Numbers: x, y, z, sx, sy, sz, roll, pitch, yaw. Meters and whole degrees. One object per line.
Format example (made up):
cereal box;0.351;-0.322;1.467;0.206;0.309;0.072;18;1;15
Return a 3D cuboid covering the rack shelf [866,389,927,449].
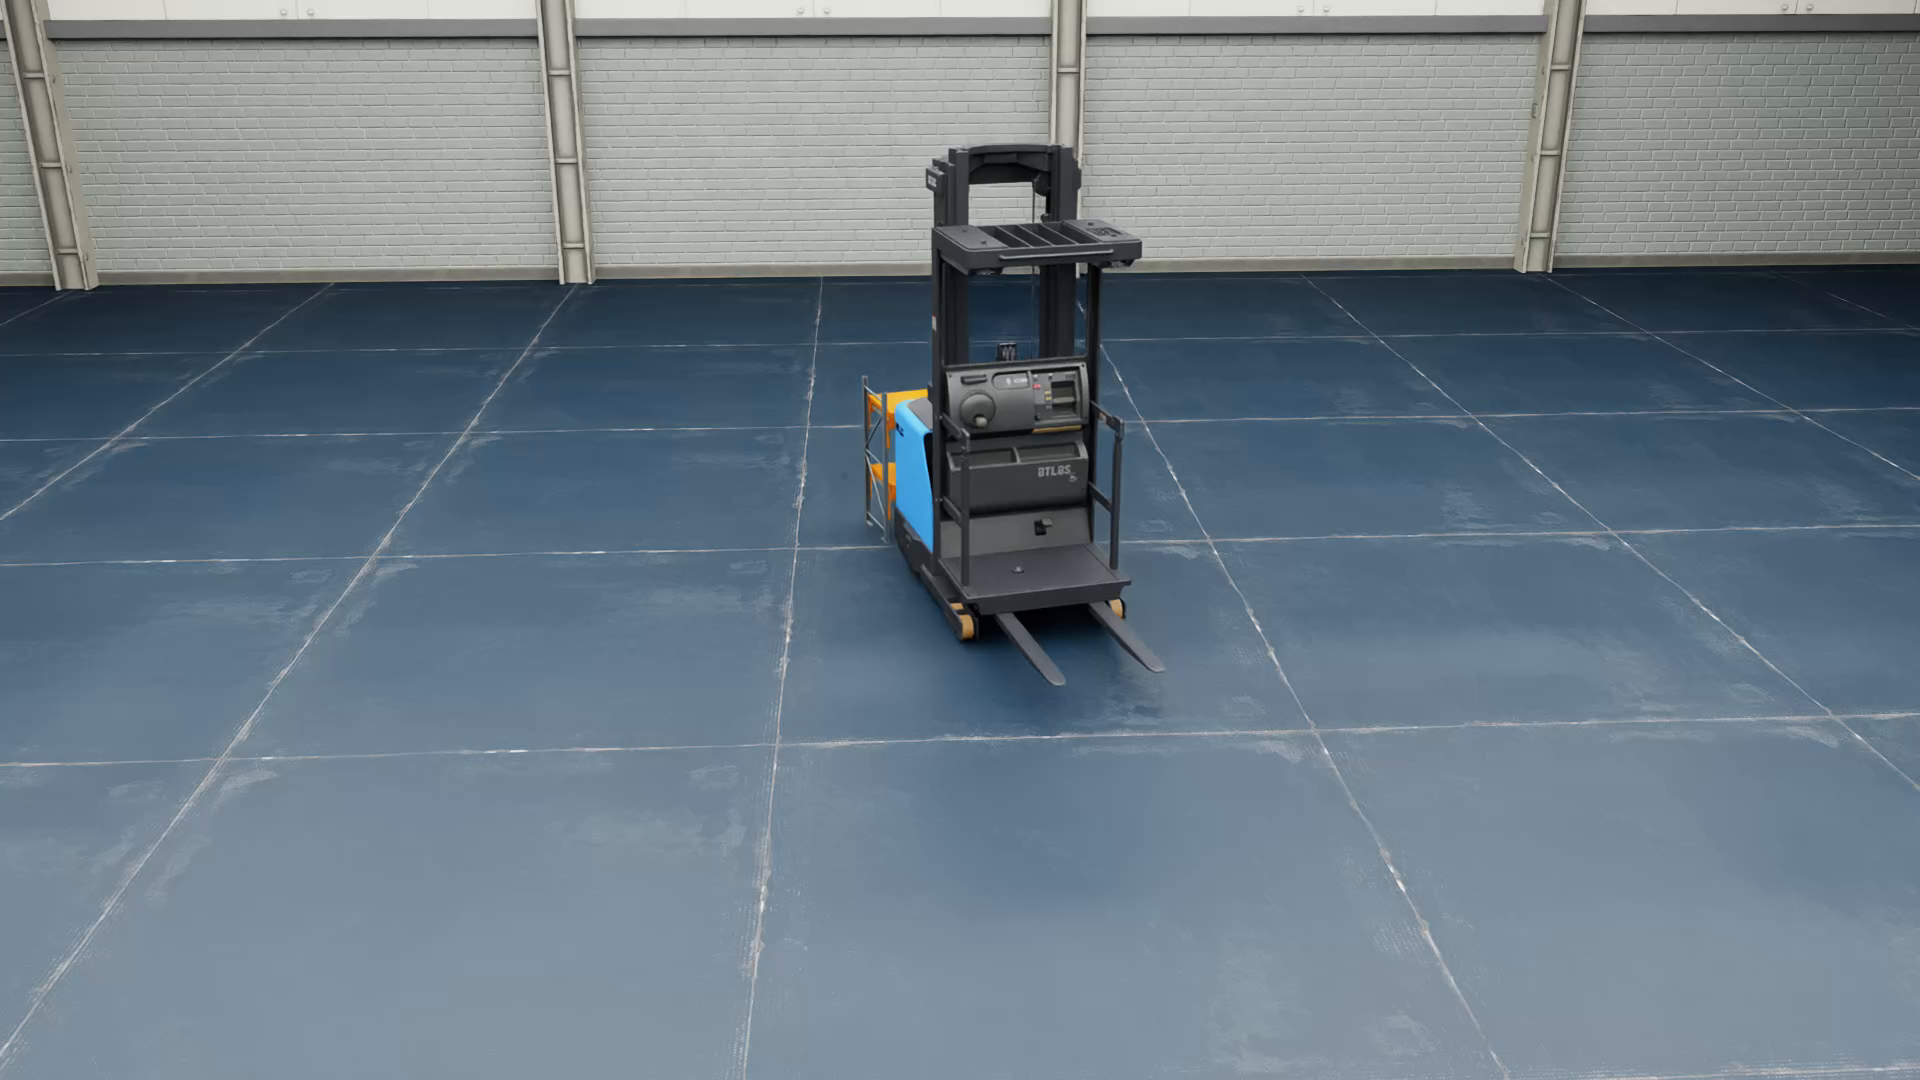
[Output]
rack shelf;-0.138;-0.925;12.147;1.000;0.278;0.538;-8;22;-19

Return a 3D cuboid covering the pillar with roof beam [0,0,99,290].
pillar with roof beam;-10.451;-5.741;14.554;0.400;9.000;9.100;-1;21;-3

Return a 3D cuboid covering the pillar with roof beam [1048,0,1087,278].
pillar with roof beam;1.529;-5.985;15.194;0.400;9.000;9.100;-1;21;-3

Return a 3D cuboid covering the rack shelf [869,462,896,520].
rack shelf;-0.138;-0.423;12.338;1.000;0.278;0.538;-8;22;-19

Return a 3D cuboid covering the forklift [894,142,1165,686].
forklift;0.431;-0.894;10.349;1.130;2.935;3.031;-6;22;-15

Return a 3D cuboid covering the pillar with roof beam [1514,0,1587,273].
pillar with roof beam;7.519;-6.107;15.514;0.400;9.000;9.100;-1;21;-3

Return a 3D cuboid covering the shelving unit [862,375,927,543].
shelving unit;-0.138;-0.652;12.251;1.048;1.125;0.538;-8;22;-19

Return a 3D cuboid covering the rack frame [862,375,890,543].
rack frame;-0.613;-0.588;12.084;0.032;1.125;0.500;-8;22;-19

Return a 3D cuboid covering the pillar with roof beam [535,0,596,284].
pillar with roof beam;-4.461;-5.863;14.874;0.400;9.000;9.100;-1;21;-3
